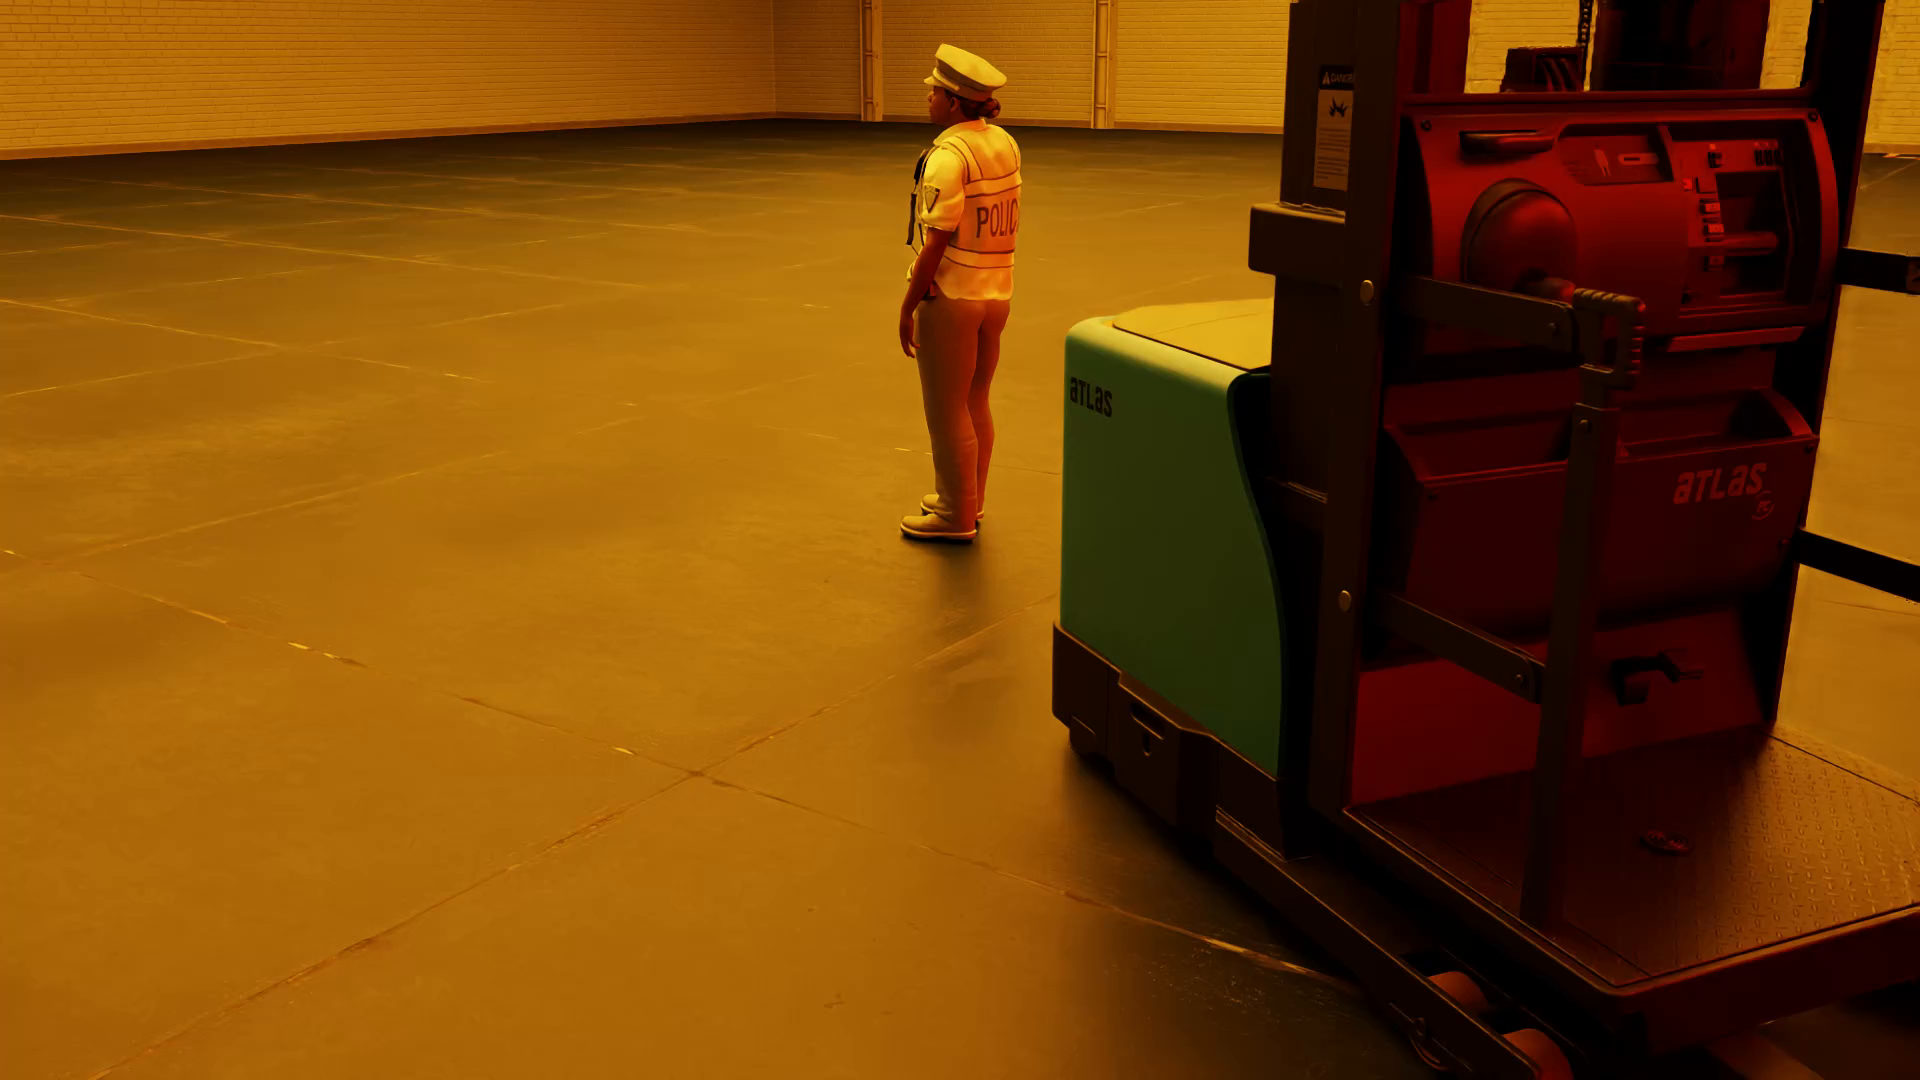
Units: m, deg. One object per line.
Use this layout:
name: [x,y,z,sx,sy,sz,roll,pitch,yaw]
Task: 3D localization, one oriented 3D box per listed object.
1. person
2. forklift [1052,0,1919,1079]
person: [-0.050,-0.835,5.760,0.530,1.695,0.569,11,20,33]
forklift: [1.275,-0.574,2.752,1.130,2.935,3.031,-7,18,-22]
